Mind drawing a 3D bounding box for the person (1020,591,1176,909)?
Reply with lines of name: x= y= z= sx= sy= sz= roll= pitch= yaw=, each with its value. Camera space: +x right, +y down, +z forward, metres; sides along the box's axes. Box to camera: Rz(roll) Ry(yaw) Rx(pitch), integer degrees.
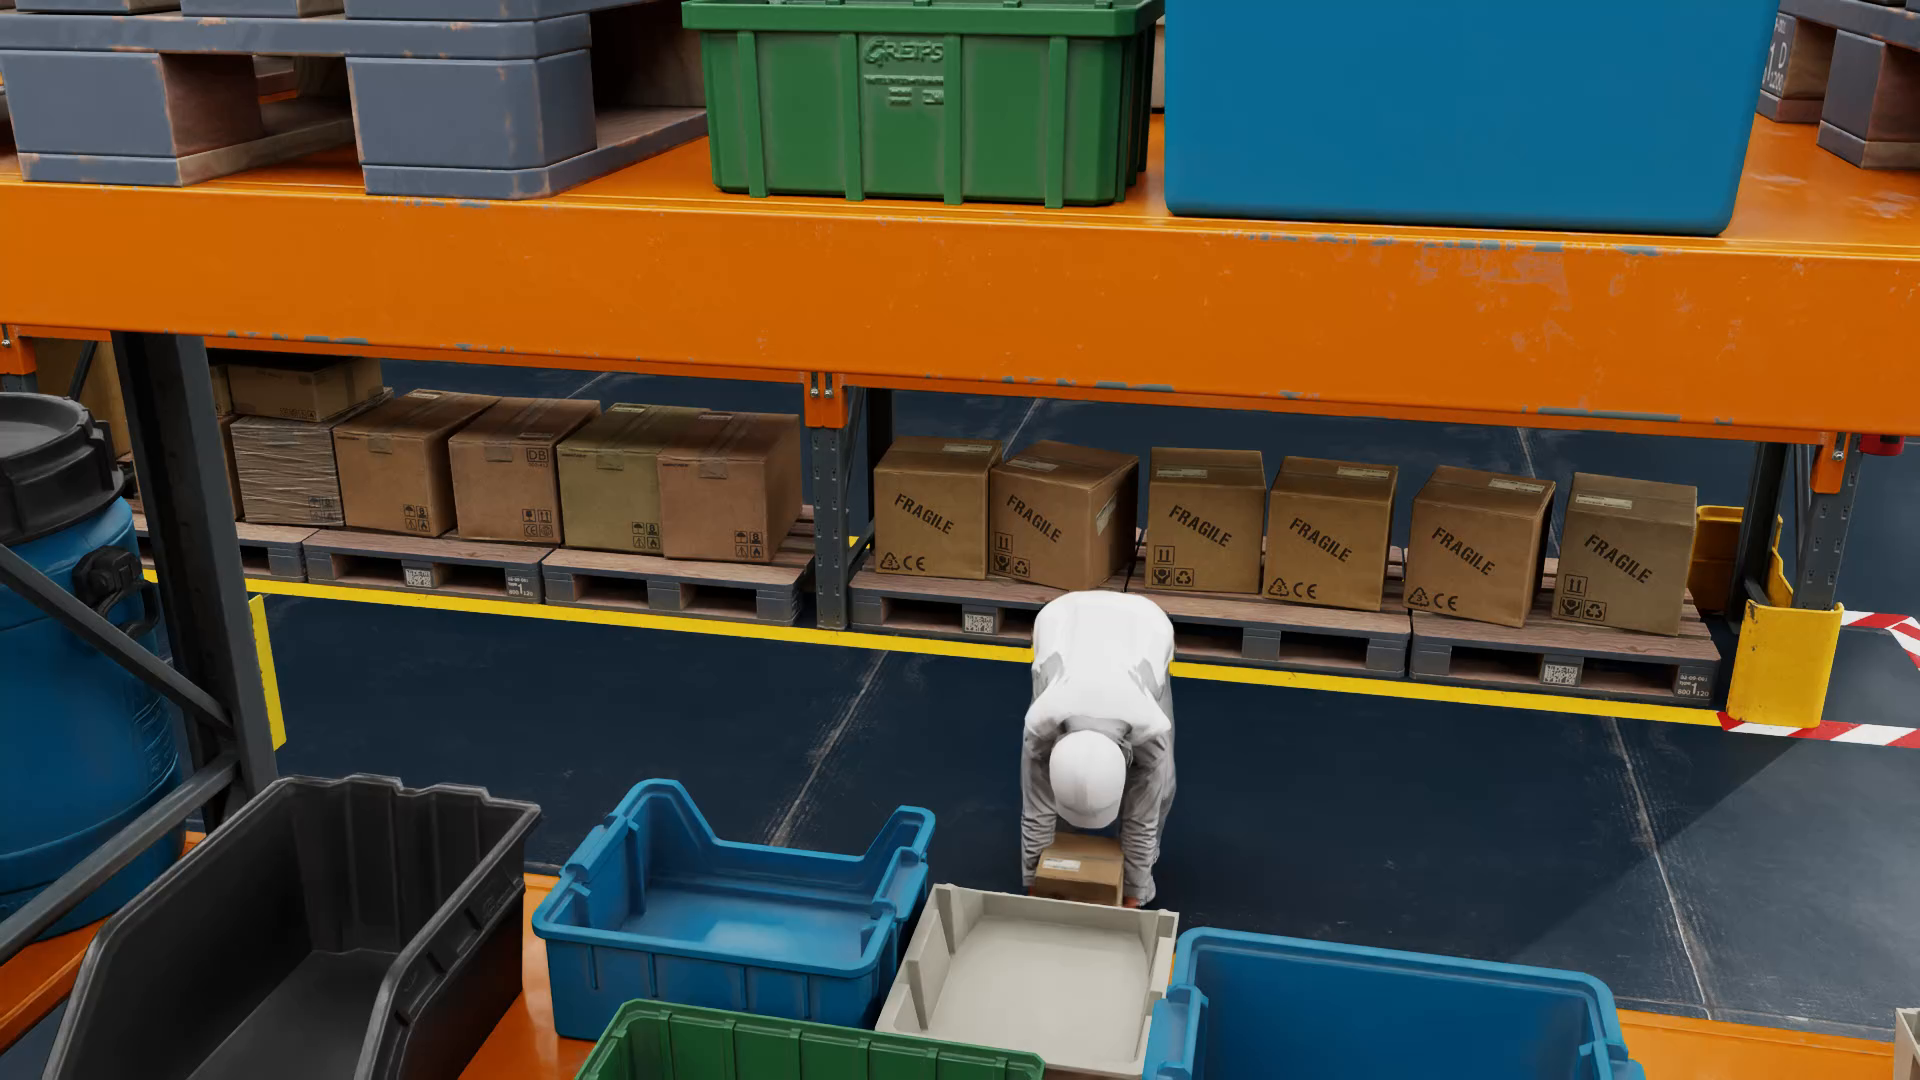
person: x=0.424 y=0.736 z=5.189 sx=0.499 sy=1.028 sz=1.003 roll=3 pitch=22 yaw=8
